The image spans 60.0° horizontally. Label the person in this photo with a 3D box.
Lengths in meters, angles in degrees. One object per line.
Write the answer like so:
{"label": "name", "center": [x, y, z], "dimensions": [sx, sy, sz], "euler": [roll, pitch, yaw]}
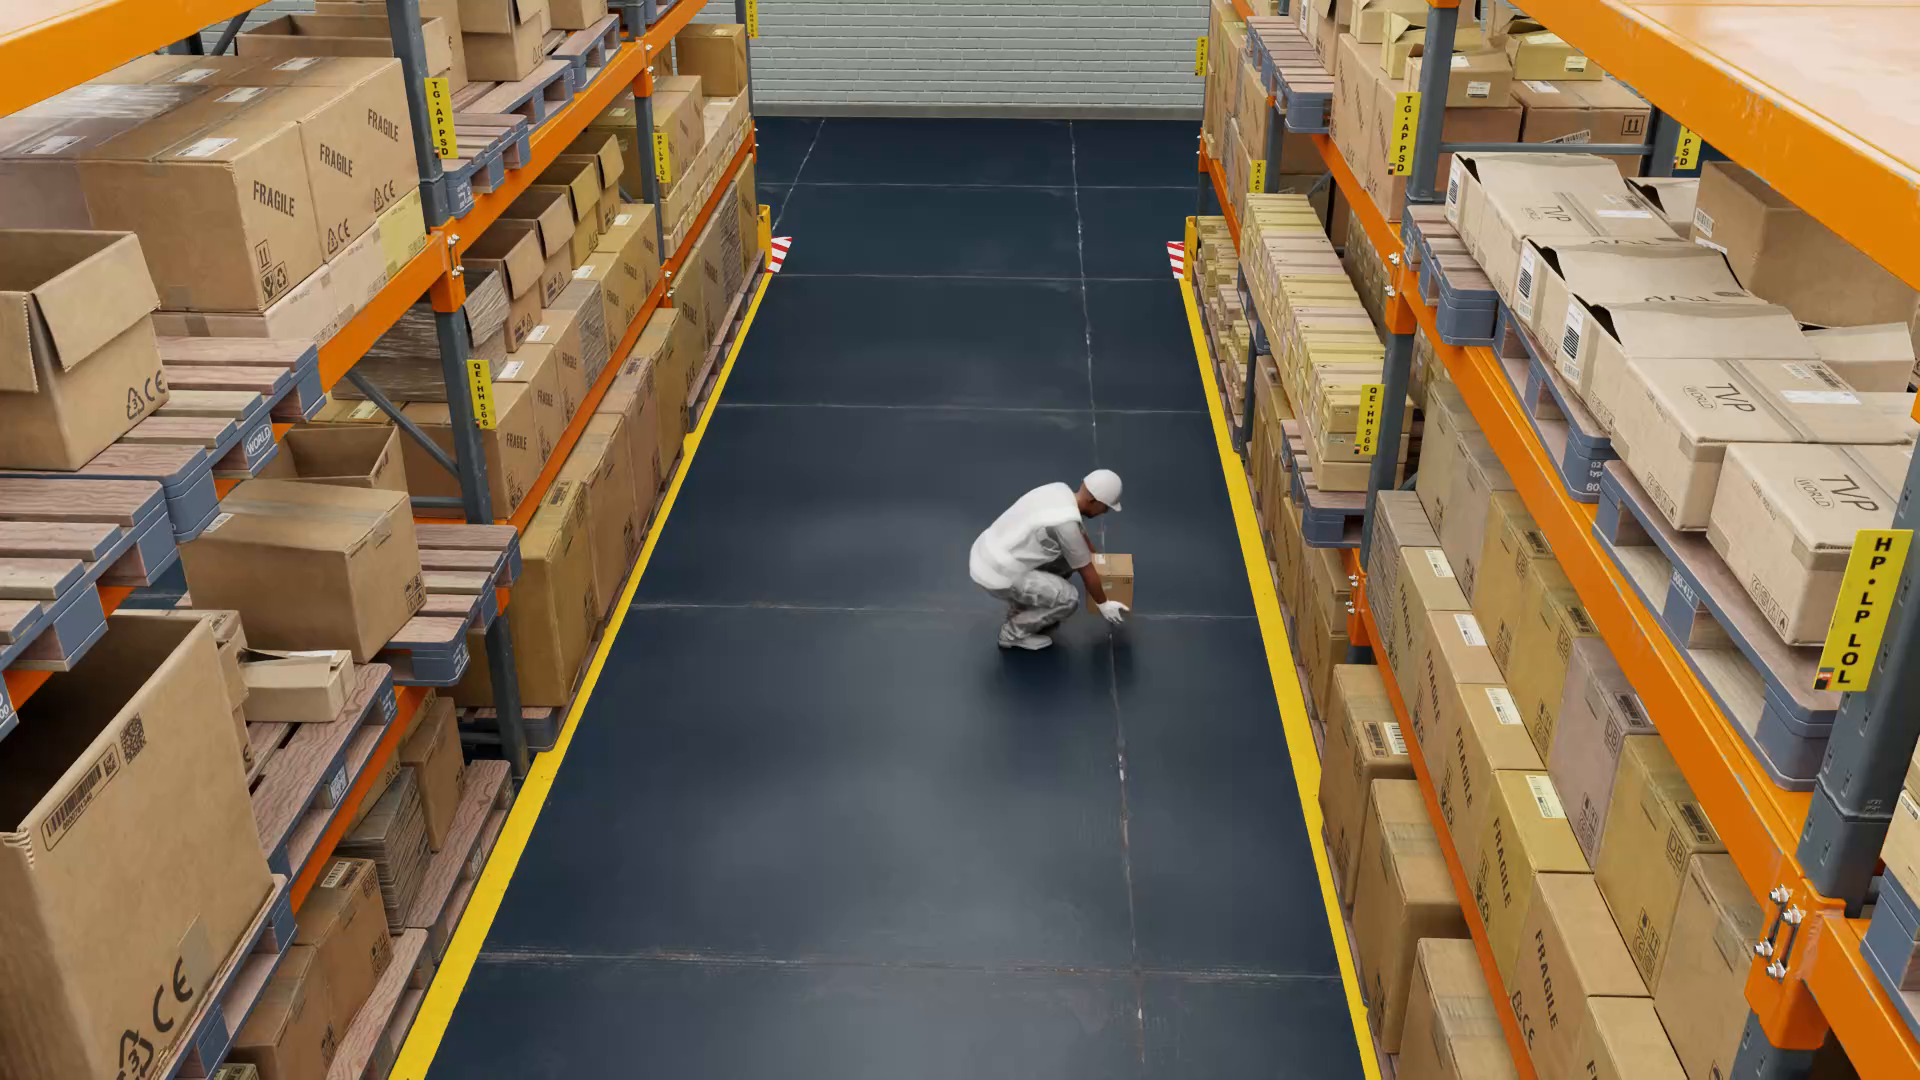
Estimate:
{"label": "person", "center": [0.505, 0.081, 9.290], "dimensions": [0.907, 1.006, 0.563], "euler": [0, 28, 1]}
